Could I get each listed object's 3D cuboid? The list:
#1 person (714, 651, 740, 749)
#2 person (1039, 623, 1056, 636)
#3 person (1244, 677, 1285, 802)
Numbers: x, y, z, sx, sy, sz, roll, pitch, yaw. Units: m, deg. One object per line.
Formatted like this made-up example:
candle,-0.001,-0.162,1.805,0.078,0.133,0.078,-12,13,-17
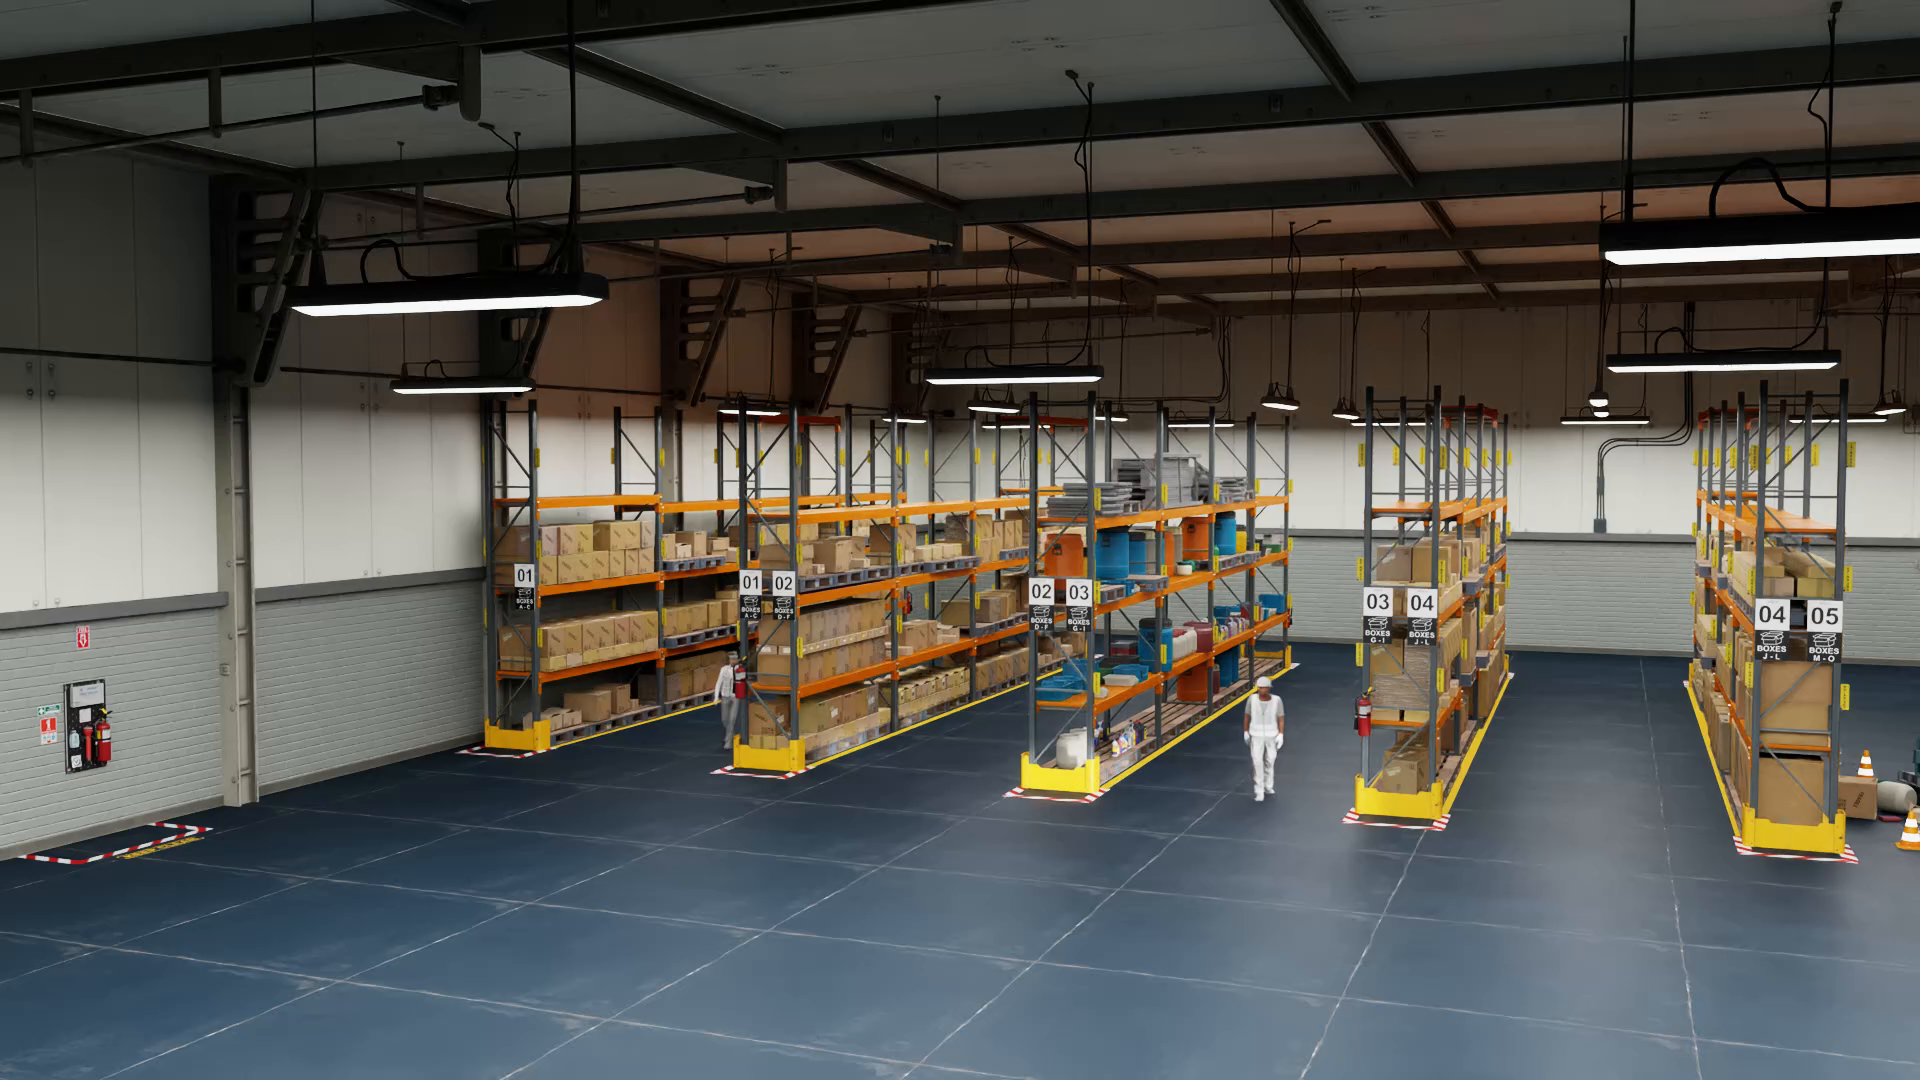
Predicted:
person,-3.979,2.763,28.968,0.562,1.673,0.743,0,3,0
person,2.284,1.987,43.737,1.099,1.710,0.522,2,4,41
person,4.481,2.927,24.485,0.581,1.842,0.690,0,3,9
